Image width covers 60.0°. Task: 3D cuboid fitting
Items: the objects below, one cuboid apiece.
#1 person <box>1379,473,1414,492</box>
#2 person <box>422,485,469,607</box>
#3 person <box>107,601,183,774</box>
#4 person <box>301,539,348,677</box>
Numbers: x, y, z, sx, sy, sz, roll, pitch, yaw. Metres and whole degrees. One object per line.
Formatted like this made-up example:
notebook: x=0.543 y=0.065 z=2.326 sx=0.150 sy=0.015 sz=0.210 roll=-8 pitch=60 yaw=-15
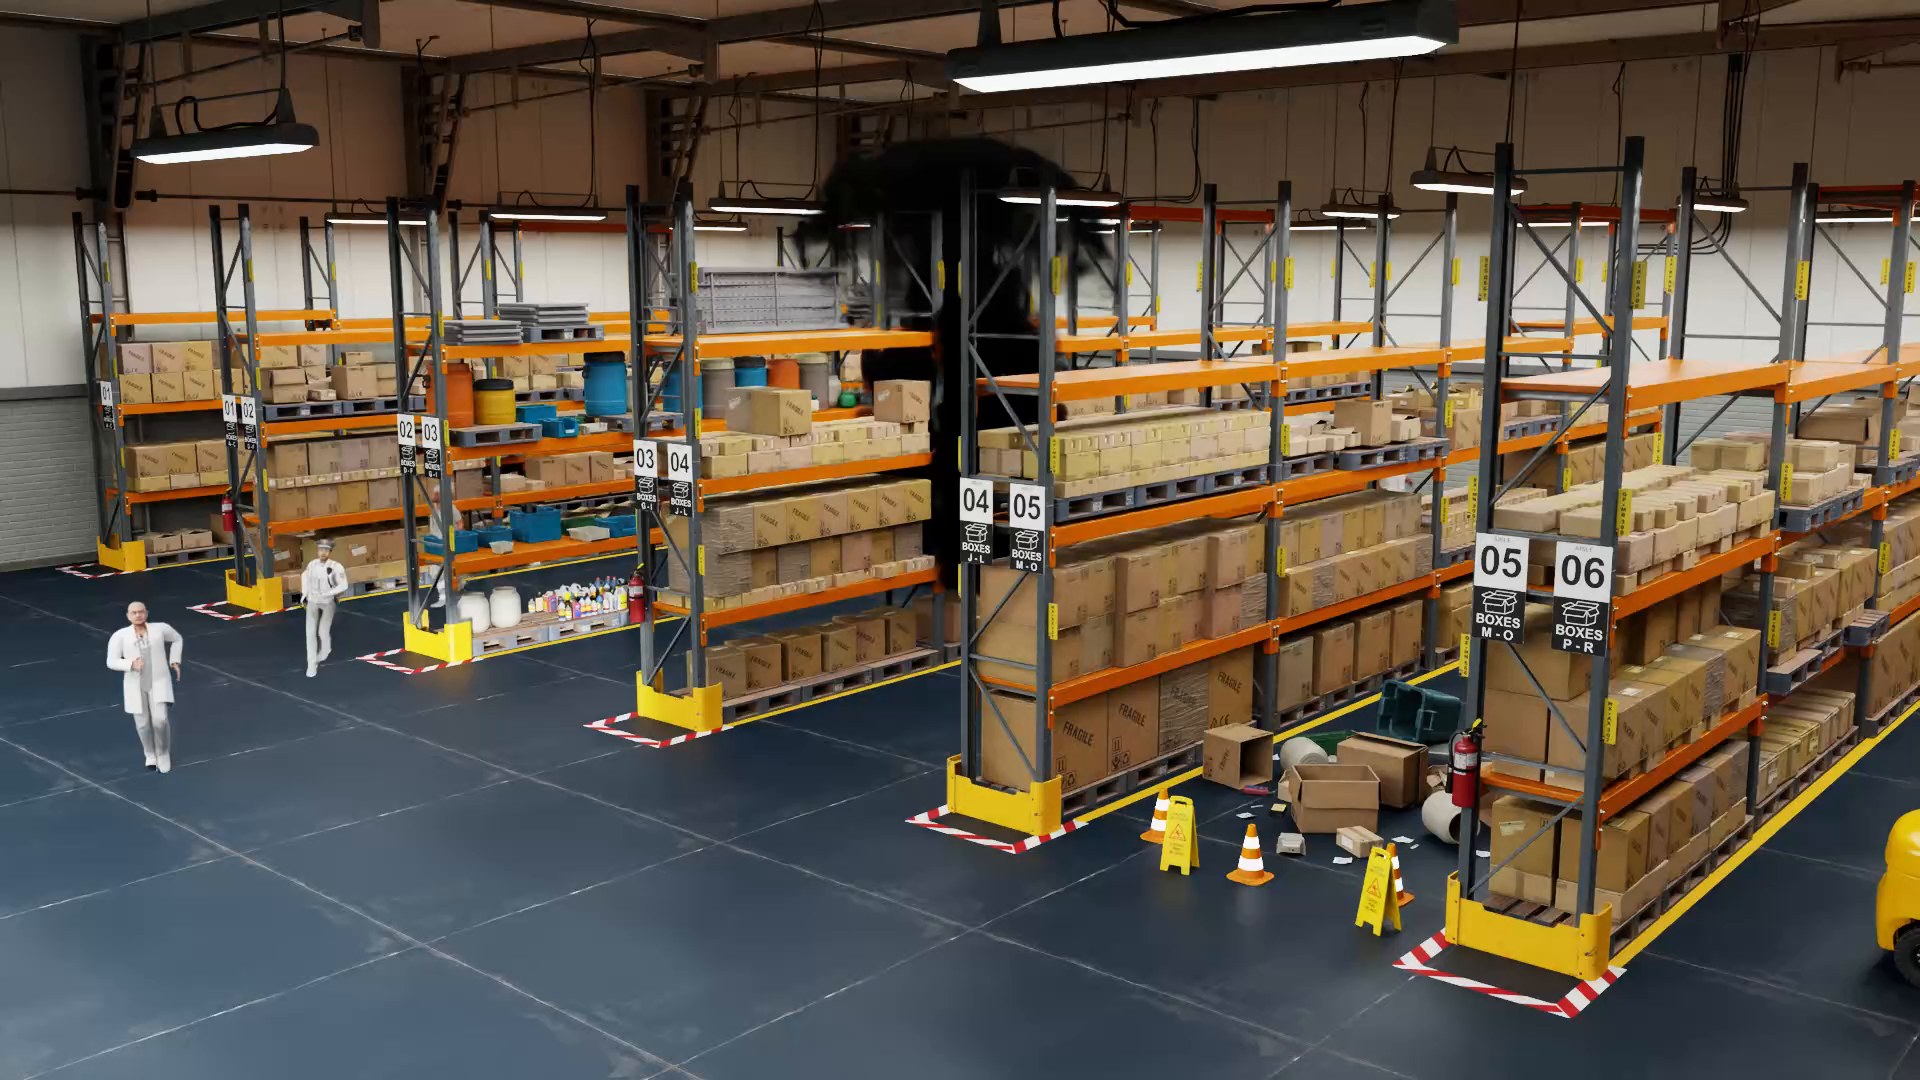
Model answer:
person: x=8.137 y=-0.837 z=31.082 sx=0.708 sy=1.713 sz=0.594 roll=-4 pitch=10 yaw=-21
person: x=-7.369 y=0.071 z=23.831 sx=0.686 sy=1.764 sz=0.563 roll=8 pitch=12 yaw=39
person: x=-8.271 y=1.508 z=16.920 sx=0.684 sy=1.788 sz=0.740 roll=-4 pitch=10 yaw=-21
person: x=-8.118 y=0.824 z=21.218 sx=0.616 sy=1.689 sz=0.864 roll=-1 pitch=10 yaw=-7
